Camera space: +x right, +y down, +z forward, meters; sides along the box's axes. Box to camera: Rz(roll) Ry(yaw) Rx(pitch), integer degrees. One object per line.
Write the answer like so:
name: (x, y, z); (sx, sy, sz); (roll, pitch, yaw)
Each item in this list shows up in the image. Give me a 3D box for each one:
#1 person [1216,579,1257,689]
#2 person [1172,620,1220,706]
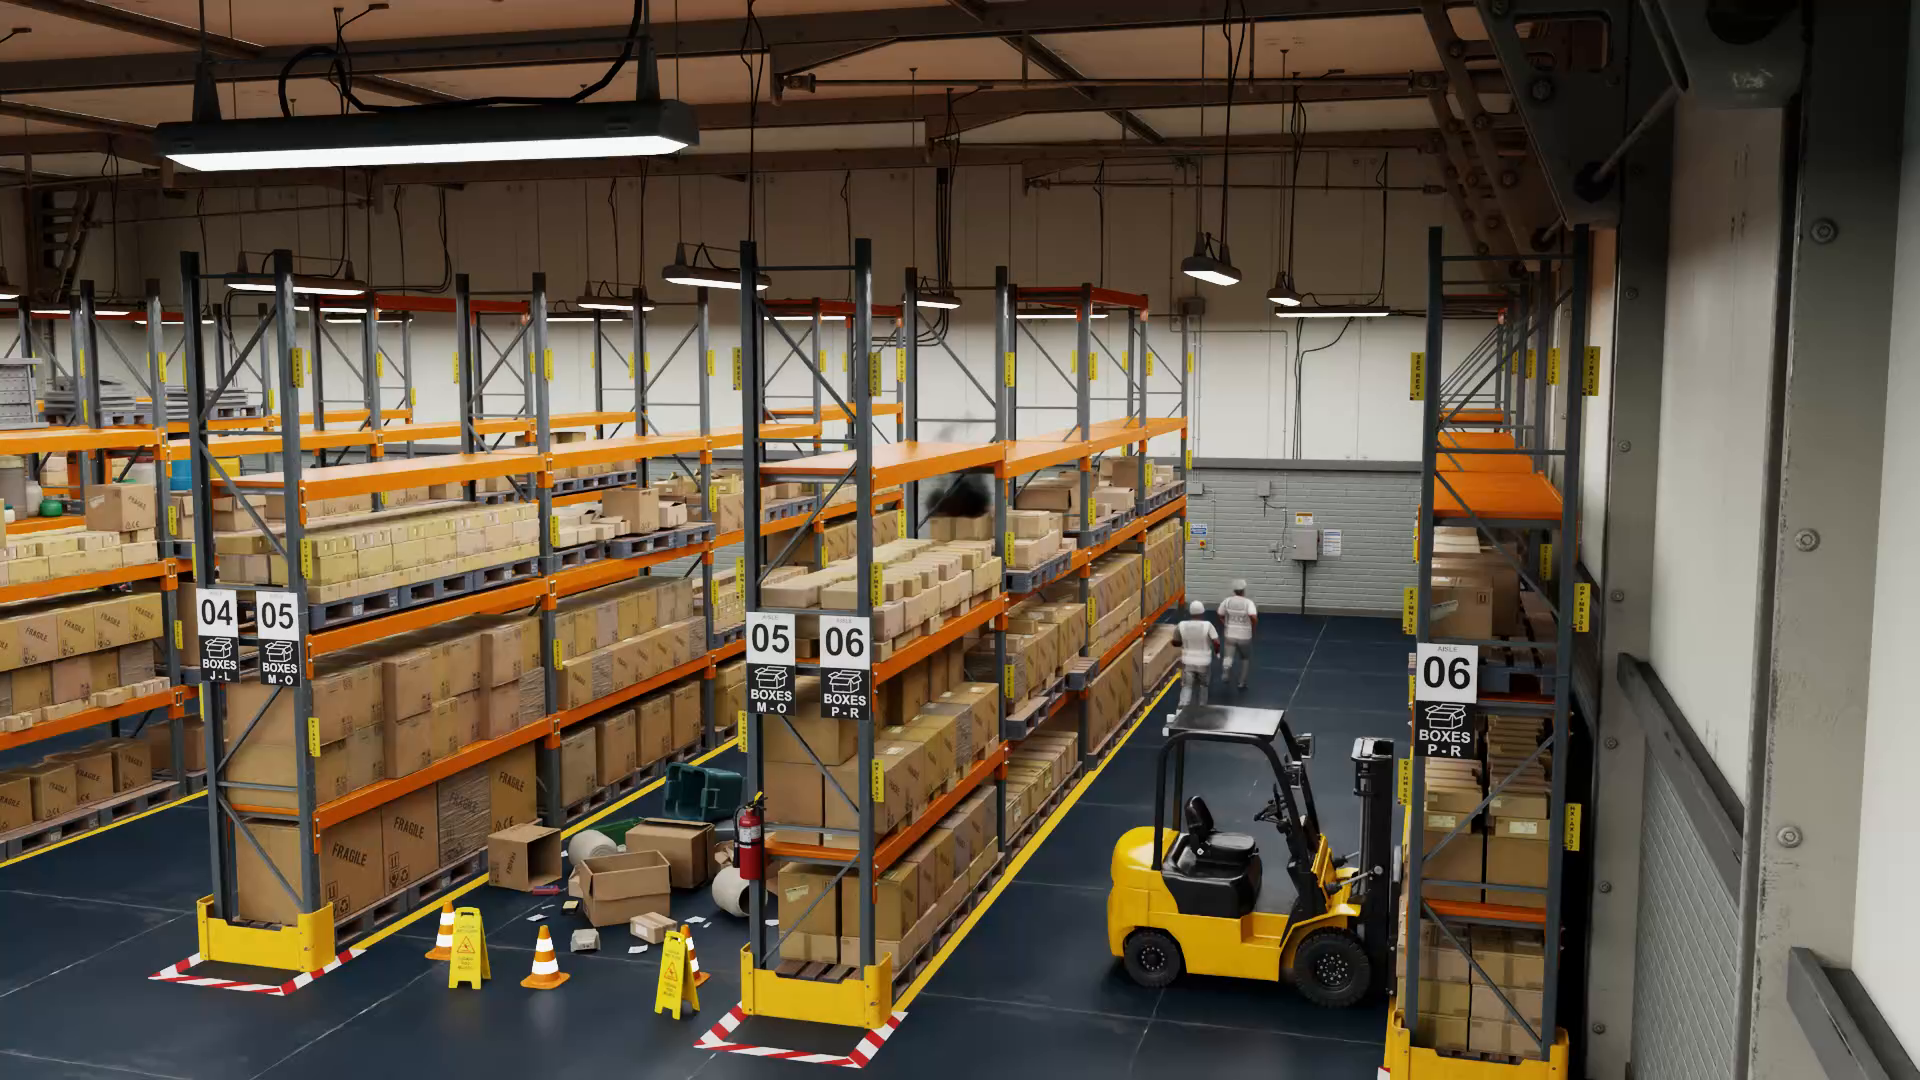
person: (4.239, 1.481, 25.434); (0.643, 1.777, 0.973); (2, 7, 18)
person: (3.267, 1.841, 23.063); (0.661, 1.494, 0.932); (2, 7, 16)
